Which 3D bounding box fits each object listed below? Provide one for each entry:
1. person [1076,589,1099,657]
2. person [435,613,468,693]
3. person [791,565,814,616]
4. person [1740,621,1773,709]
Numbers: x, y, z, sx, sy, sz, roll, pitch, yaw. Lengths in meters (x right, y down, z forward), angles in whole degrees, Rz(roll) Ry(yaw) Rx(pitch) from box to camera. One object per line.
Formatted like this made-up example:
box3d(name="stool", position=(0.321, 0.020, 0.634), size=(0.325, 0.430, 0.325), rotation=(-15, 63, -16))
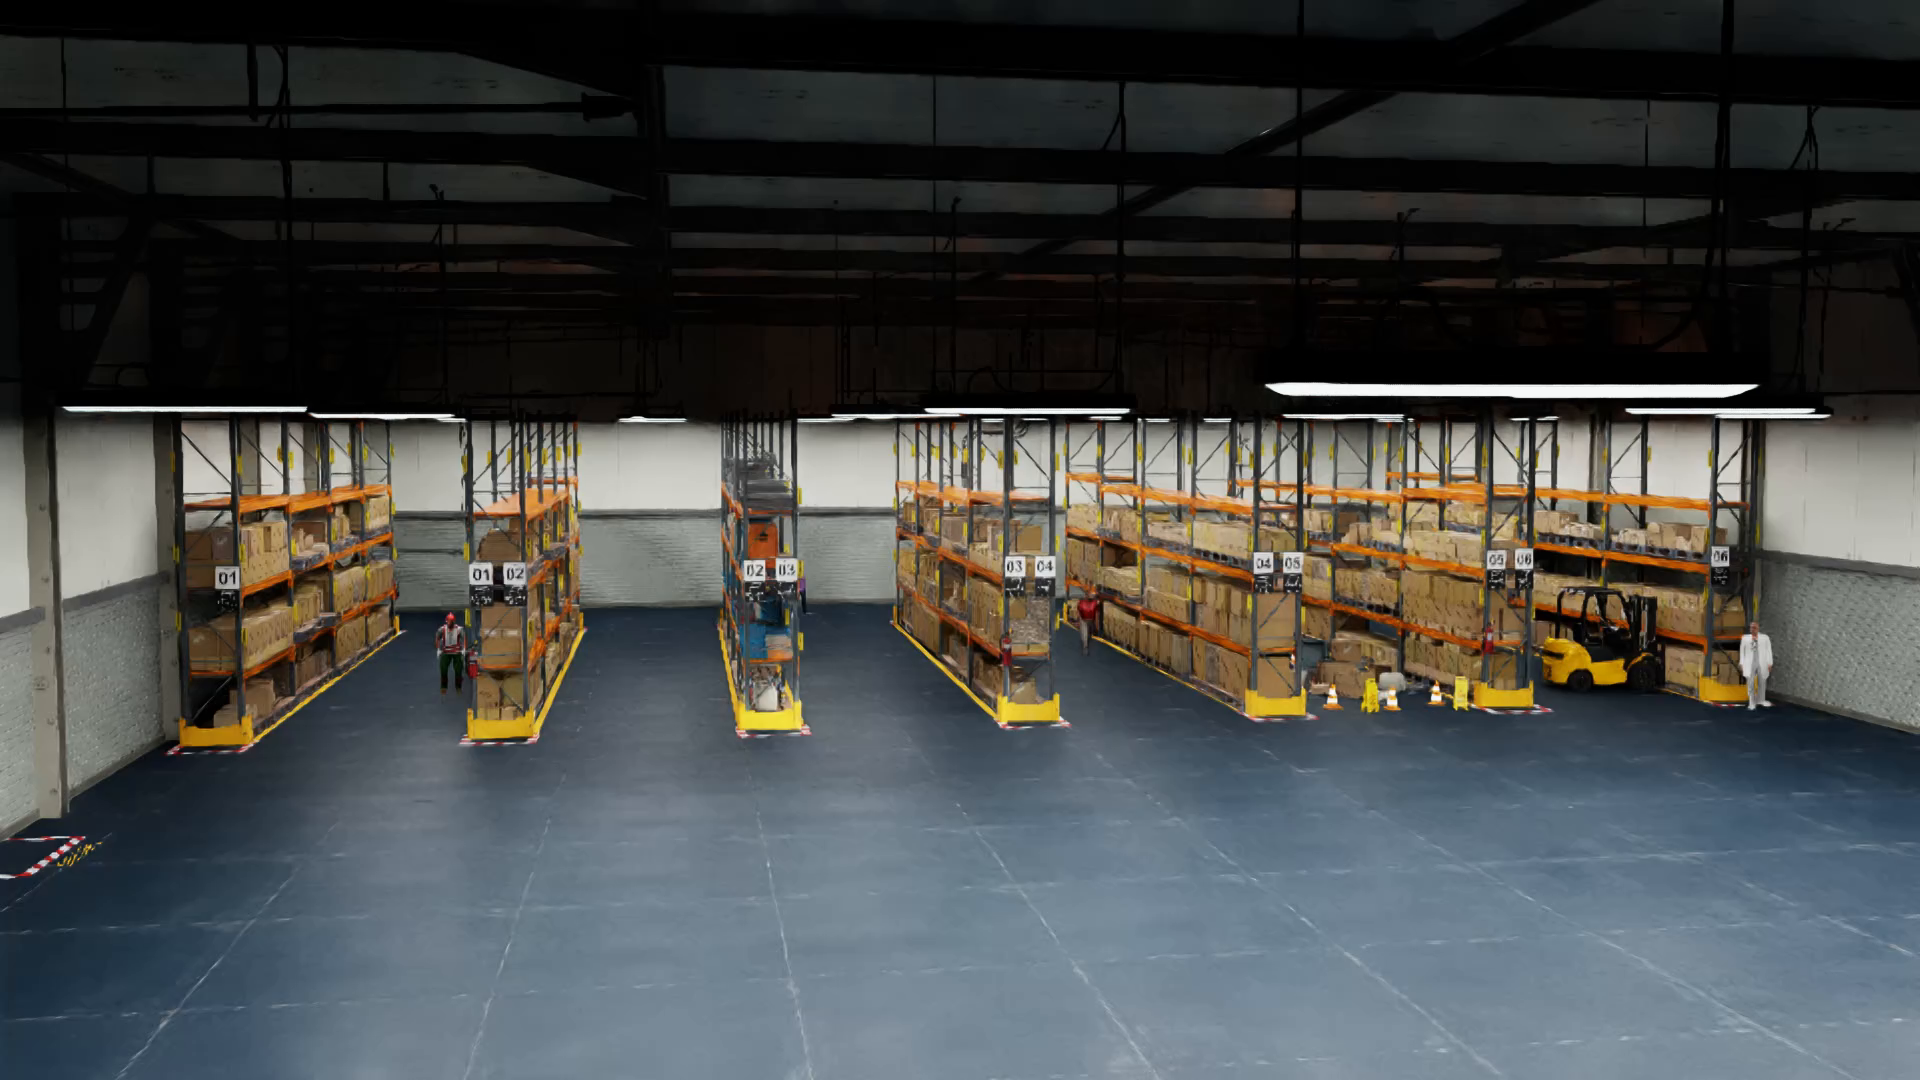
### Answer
box3d(name="person", position=(3.173, 2.023, 41.011), size=(0.540, 1.646, 1.130), rotation=(-1, 4, -12))
box3d(name="person", position=(-10.800, 2.399, 35.309), size=(0.677, 1.742, 0.552), rotation=(-1, 4, -11))
box3d(name="person", position=(-4.732, 1.468, 49.476), size=(0.531, 1.586, 0.636), rotation=(2, 4, 27))
box3d(name="person", position=(16.035, 2.508, 33.488), size=(0.617, 1.765, 0.628), rotation=(2, 4, 25))
